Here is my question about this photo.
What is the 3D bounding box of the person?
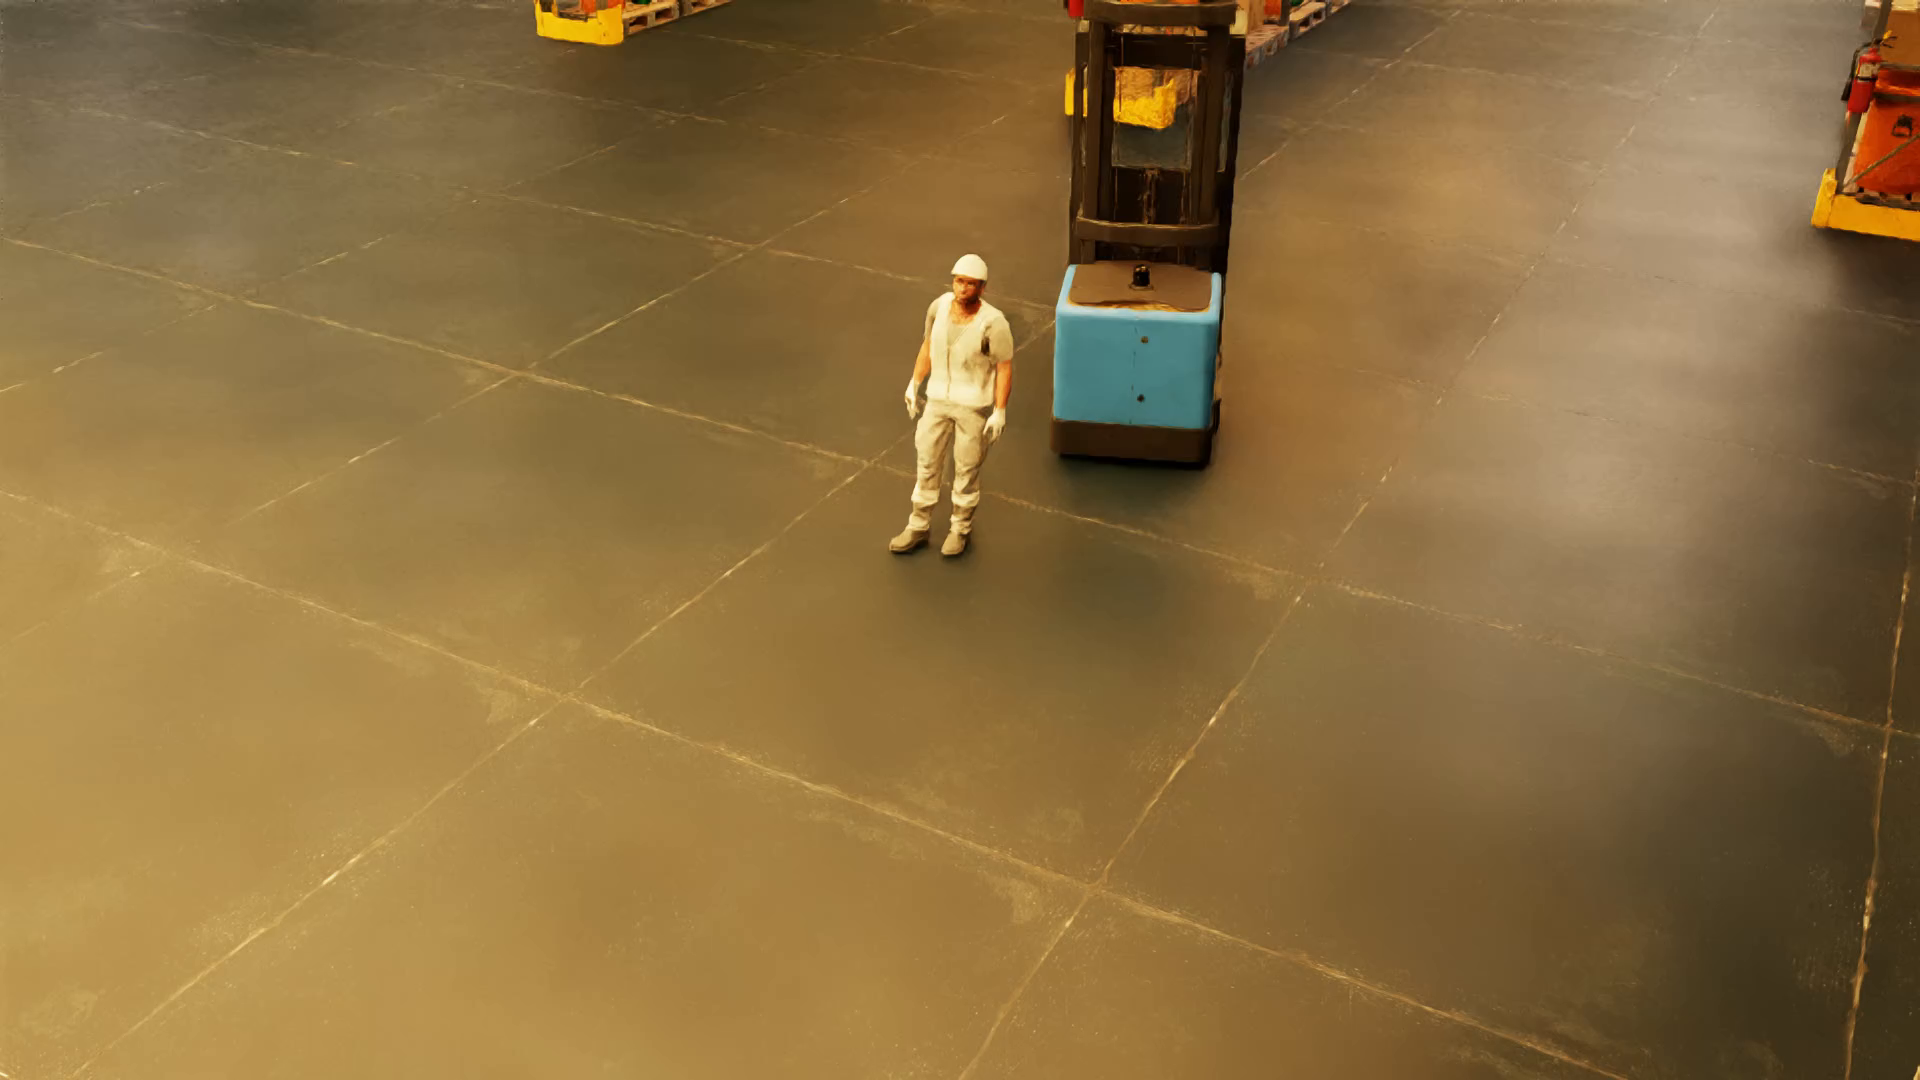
[{"bbox_3d":[-0.048,-0.748,9.496,0.637,1.787,0.563,15,33,25],"label":"person"}]

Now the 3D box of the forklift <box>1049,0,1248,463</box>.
[{"bbox_3d":[1.327,-2.485,11.377,1.130,2.935,3.031,4,30,8],"label":"forklift"}]
